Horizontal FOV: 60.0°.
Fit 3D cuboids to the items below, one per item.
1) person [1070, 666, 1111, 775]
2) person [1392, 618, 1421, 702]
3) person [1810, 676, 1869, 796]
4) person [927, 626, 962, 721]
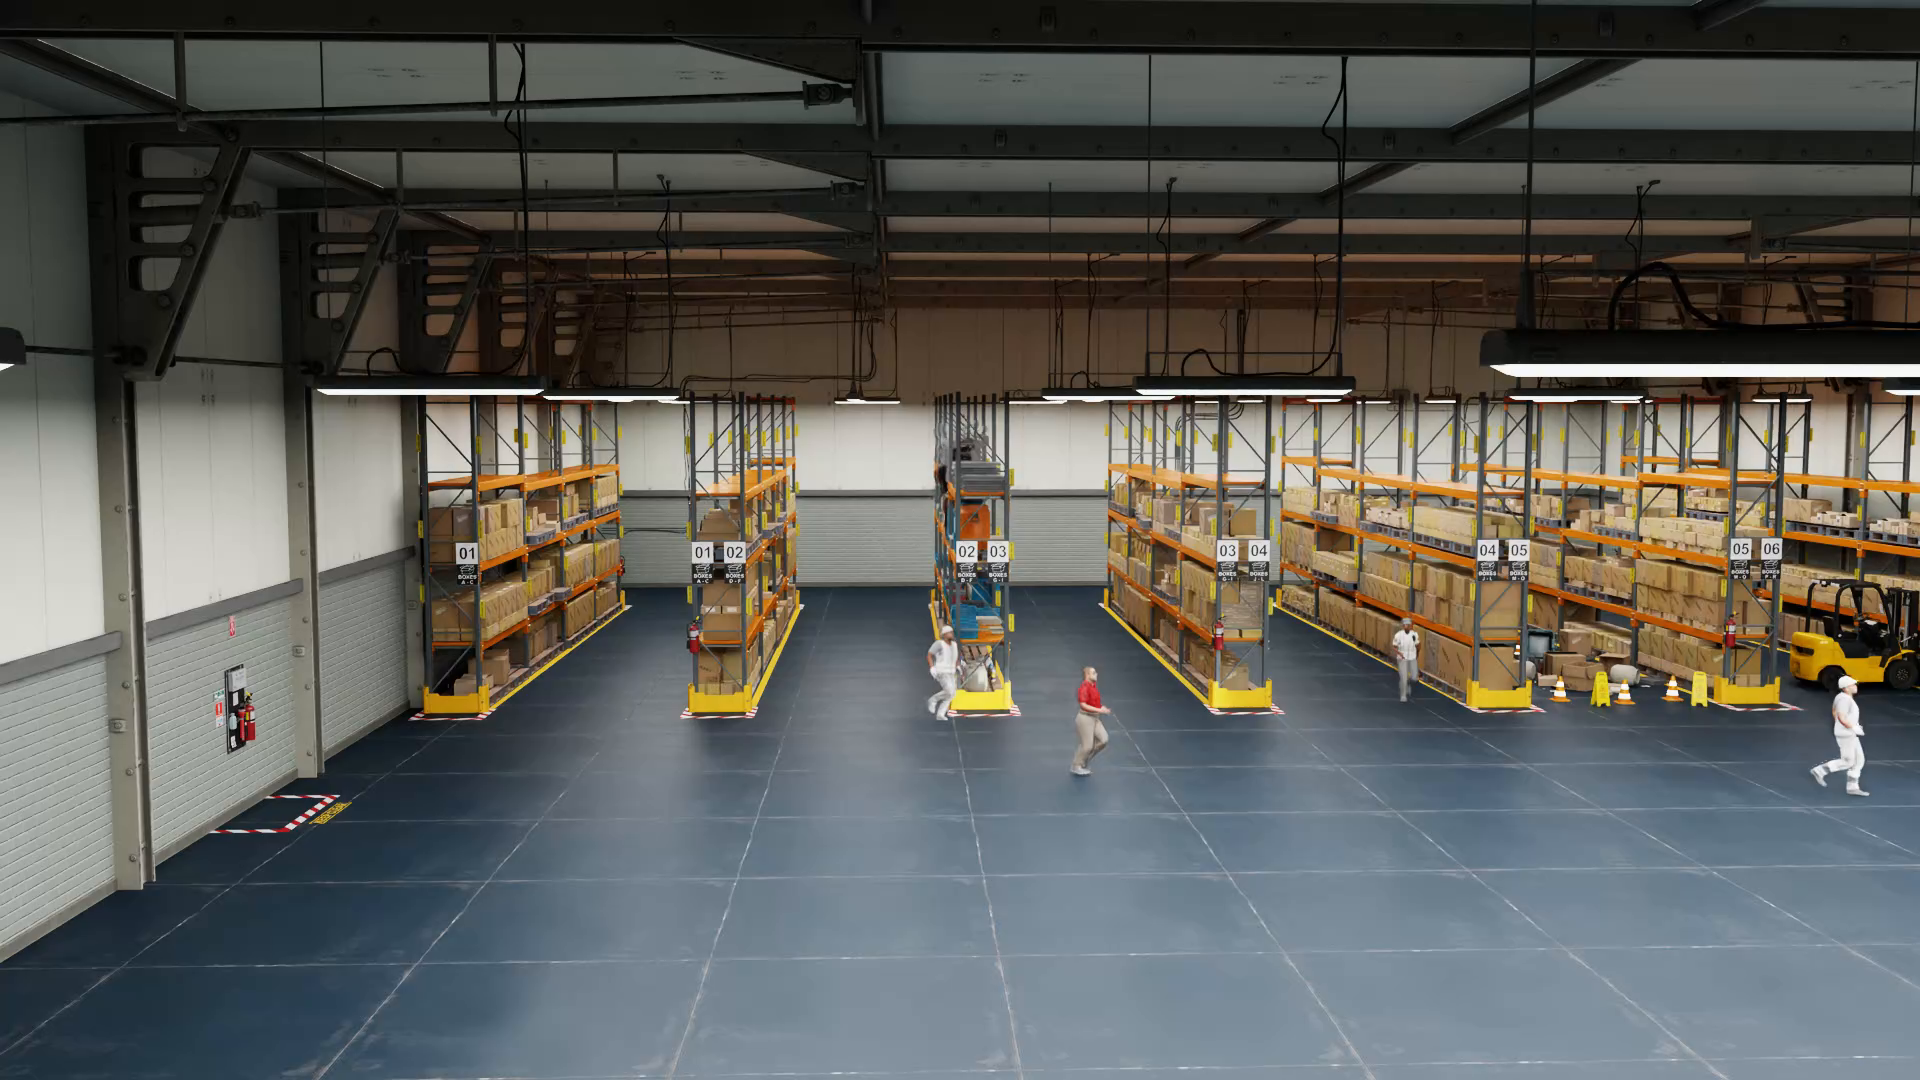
[{"bbox_3d":[2.048,2.848,25.798,0.658,1.649,0.684,2,5,23],"label":"person"},{"bbox_3d":[8.689,2.323,32.294,0.570,1.651,0.566,0,5,3],"label":"person"},{"bbox_3d":[13.024,2.883,24.563,0.783,1.763,0.651,3,5,29],"label":"person"},{"bbox_3d":[-0.233,2.432,30.461,0.545,1.706,0.733,4,6,41],"label":"person"}]
